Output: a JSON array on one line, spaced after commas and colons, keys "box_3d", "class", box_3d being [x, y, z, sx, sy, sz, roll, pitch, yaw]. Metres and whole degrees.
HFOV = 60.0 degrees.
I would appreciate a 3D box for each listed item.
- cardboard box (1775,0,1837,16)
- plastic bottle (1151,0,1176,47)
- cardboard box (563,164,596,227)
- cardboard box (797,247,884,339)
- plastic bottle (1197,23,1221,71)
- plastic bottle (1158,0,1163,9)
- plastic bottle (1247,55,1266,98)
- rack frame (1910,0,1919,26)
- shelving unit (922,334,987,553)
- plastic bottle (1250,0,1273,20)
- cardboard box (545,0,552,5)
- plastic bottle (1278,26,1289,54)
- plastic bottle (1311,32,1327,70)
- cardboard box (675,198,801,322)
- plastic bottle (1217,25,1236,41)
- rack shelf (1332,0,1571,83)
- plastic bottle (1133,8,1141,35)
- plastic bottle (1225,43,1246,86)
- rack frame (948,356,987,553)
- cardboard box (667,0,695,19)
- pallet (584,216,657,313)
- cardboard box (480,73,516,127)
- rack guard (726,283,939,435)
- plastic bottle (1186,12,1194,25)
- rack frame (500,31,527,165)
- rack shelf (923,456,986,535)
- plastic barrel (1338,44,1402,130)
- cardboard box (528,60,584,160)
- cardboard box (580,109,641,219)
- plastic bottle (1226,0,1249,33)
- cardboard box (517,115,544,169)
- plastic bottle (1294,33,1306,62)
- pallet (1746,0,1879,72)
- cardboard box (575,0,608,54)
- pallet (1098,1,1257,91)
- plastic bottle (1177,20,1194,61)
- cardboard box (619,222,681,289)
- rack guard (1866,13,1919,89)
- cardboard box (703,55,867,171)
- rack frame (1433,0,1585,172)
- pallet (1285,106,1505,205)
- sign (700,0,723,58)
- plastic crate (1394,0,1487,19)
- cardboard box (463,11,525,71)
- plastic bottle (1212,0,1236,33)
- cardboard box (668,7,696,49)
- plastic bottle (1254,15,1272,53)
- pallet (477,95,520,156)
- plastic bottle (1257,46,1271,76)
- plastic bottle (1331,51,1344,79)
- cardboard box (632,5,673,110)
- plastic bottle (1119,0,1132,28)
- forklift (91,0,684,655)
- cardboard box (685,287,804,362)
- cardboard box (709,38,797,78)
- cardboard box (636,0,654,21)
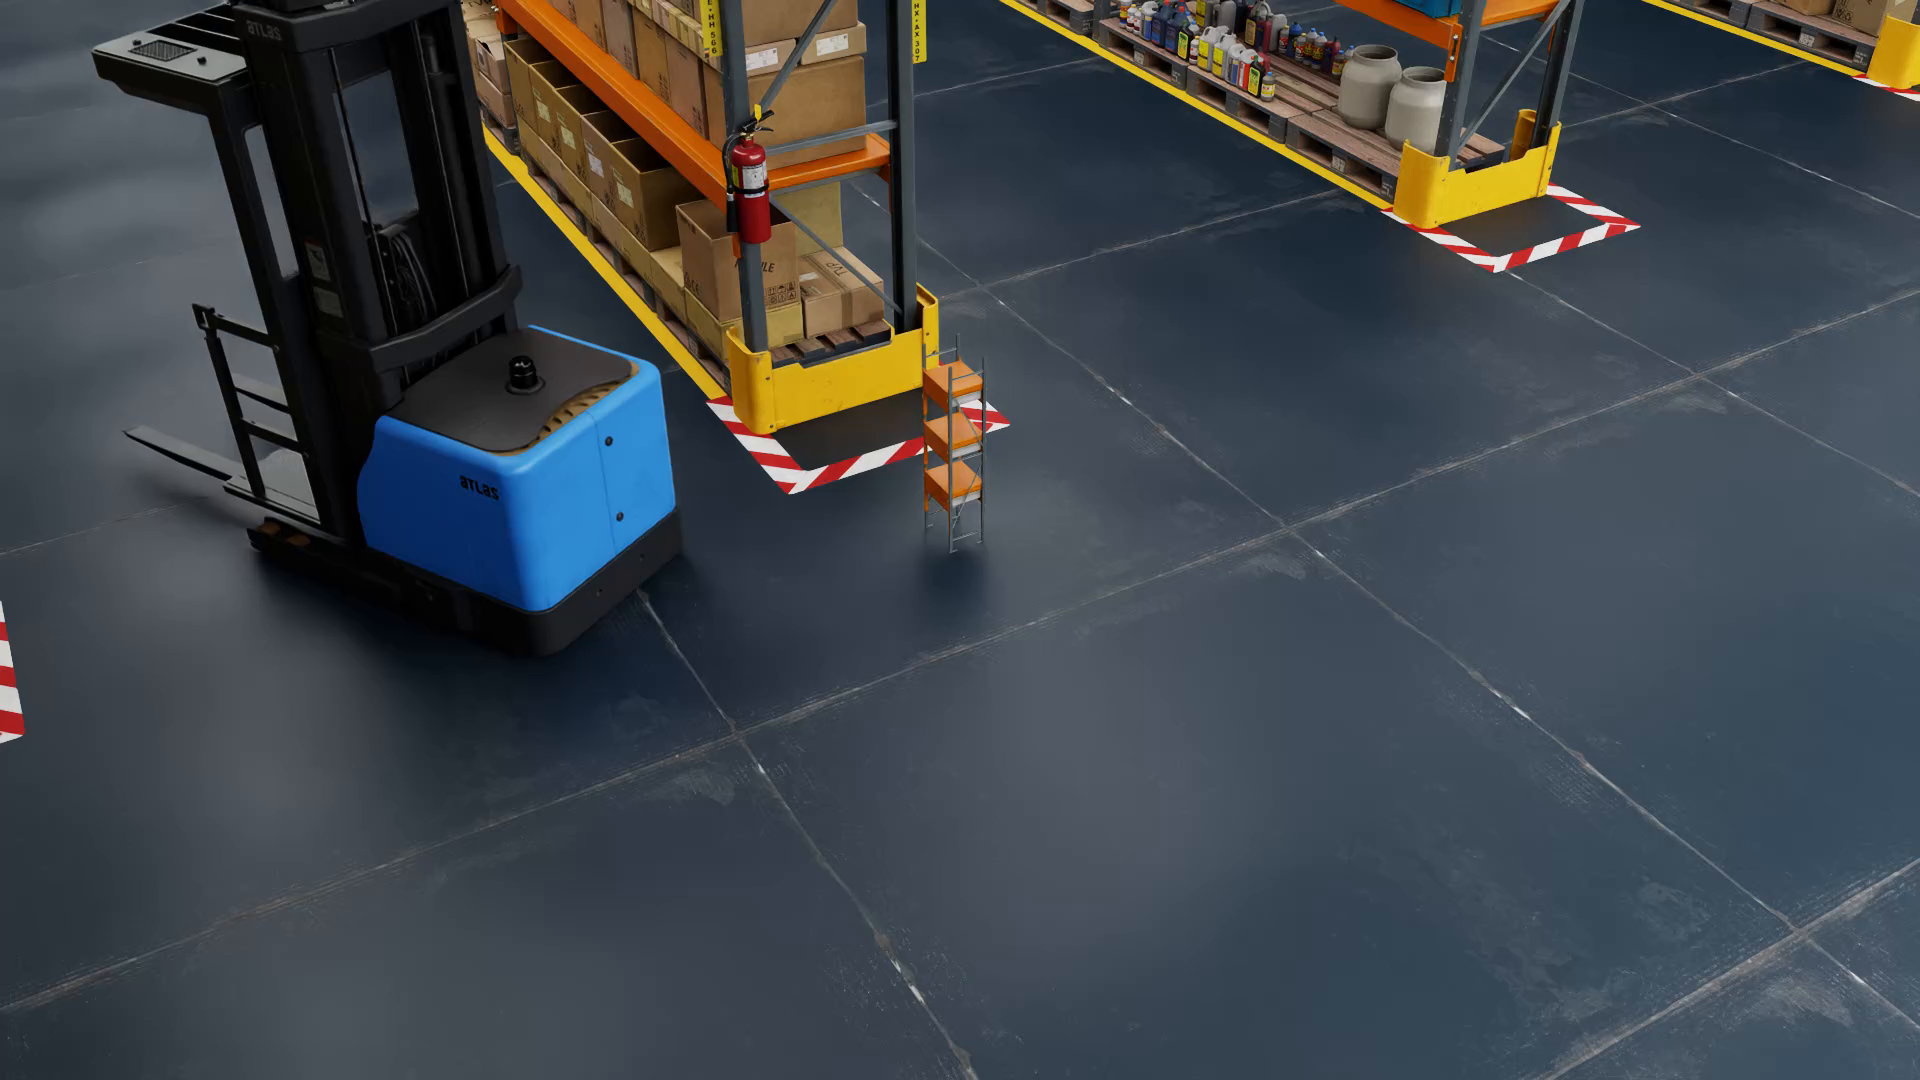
[{"box_3d": [7.238, -4.753, 13.978, 0.500, 0.500, 0.500, -9, 37, -12], "class": "cardboard box"}, {"box_3d": [1.621, -4.120, 13.221, 0.144, 0.351, 0.185, -18, 40, -23], "class": "plastic bottle"}, {"box_3d": [-2.246, -2.301, 10.832, 0.500, 0.250, 0.500, -19, 40, -24], "class": "cardboard box"}, {"box_3d": [-0.778, -1.440, 9.653, 0.500, 0.250, 0.500, -19, 40, -24], "class": "cardboard box"}, {"box_3d": [1.930, -3.807, 12.792, 0.144, 0.351, 0.185, -19, 40, -24], "class": "plastic bottle"}, {"box_3d": [1.634, -4.210, 13.402, 0.061, 0.283, 0.133, -19, 40, -24], "class": "plastic bottle"}, {"box_3d": [2.208, -3.449, 12.359, 0.061, 0.283, 0.133, -18, 40, -23], "class": "plastic bottle"}, {"box_3d": [7.867, -4.975, 12.518, 1.000, 3.000, 0.127, -19, 40, -24], "class": "rack frame"}, {"box_3d": [-0.027, -0.451, 7.978, 0.215, 1.050, 0.252, -19, 40, -24], "class": "shelving unit"}, {"box_3d": [2.406, -4.149, 13.261, 0.144, 0.351, 0.185, -19, 40, -24], "class": "plastic bottle"}, {"box_3d": [-2.482, -3.897, 10.958, 0.700, 0.500, 0.500, -20, 41, -25], "class": "cardboard box"}, {"box_3d": [2.567, -3.953, 13.118, 0.097, 0.201, 0.097, 0, 36, 0], "class": "plastic bottle"}, {"box_3d": [2.771, -3.775, 12.815, 0.097, 0.271, 0.097, 0, 36, 0], "class": "plastic bottle"}, {"box_3d": [-1.227, -1.589, 9.221, 0.500, 0.500, 0.500, -19, 40, -24], "class": "cardboard box"}, {"box_3d": [2.045, -3.834, 12.892, 0.152, 0.276, 0.135, -19, 40, -24], "class": "plastic bottle"}, {"box_3d": [2.579, -4.237, 12.117, 1.077, 0.370, 4.000, -19, 40, -24], "class": "rack shelf"}, {"box_3d": [1.458, -4.198, 13.455, 0.097, 0.201, 0.097, 0, 36, 0], "class": "plastic bottle"}, {"box_3d": [2.110, -3.599, 12.571, 0.152, 0.276, 0.135, -20, 41, -25], "class": "plastic bottle"}, {"box_3d": [0.034, -0.389, 7.893, 0.200, 1.050, 0.008, -19, 40, -24], "class": "rack frame"}, {"box_3d": [-1.219, -3.141, 8.823, 0.700, 0.500, 0.500, -20, 41, -25], "class": "cardboard box"}, {"box_3d": [-1.730, -1.914, 10.692, 1.003, 0.211, 1.213, -19, 40, -24], "class": "pallet"}, {"box_3d": [-3.169, -3.266, 12.154, 0.500, 0.250, 0.500, -19, 40, -24], "class": "cardboard box"}, {"box_3d": [-0.688, -1.020, 9.222, 1.175, 0.500, 0.348, -19, 40, -24], "class": "rack guard"}, {"box_3d": [1.799, -4.050, 13.192, 0.097, 0.271, 0.097, 0, 36, 0], "class": "plastic bottle"}, {"box_3d": [-2.710, -4.081, 11.295, 1.000, 3.000, 0.127, -19, 40, -24], "class": "rack frame"}, {"box_3d": [-0.027, -0.218, 8.148, 0.215, 0.259, 0.240, -19, 40, -24], "class": "rack shelf"}, {"box_3d": [2.936, -3.241, 11.897, 0.421, 0.512, 0.421, 0, 36, 0], "class": "plastic barrel"}, {"box_3d": [-2.490, -2.861, 10.964, 0.500, 0.500, 0.500, -19, 40, -24], "class": "cardboard box"}, {"box_3d": [-1.992, -2.350, 10.263, 0.500, 0.500, 0.500, -19, 40, -24], "class": "cardboard box"}, {"box_3d": [2.244, -4.314, 13.486, 0.144, 0.351, 0.185, -21, 41, -26], "class": "plastic bottle"}, {"box_3d": [-2.739, -2.814, 11.535, 0.500, 0.250, 0.500, -19, 40, -24], "class": "cardboard box"}, {"box_3d": [2.671, -3.848, 12.975, 0.097, 0.201, 0.097, 0, 36, 0], "class": "plastic bottle"}, {"box_3d": [7.451, -4.312, 13.975, 1.003, 0.211, 1.213, -19, 40, -24], "class": "pallet"}, {"box_3d": [-1.962, -3.373, 10.240, 0.700, 0.500, 0.500, -18, 40, -23], "class": "cardboard box"}, {"box_3d": [1.876, -4.066, 13.638, 1.003, 0.211, 1.213, -19, 40, -24], "class": "pallet"}, {"box_3d": [1.763, -3.900, 12.977, 0.061, 0.283, 0.133, -17, 39, -22], "class": "plastic bottle"}, {"box_3d": [-1.740, -1.792, 10.136, 0.500, 0.250, 0.500, -19, 40, -24], "class": "cardboard box"}, {"box_3d": [7.829, -4.004, 13.308, 1.175, 0.500, 0.348, -19, 40, -24], "class": "rack guard"}, {"box_3d": [-0.924, -2.323, 8.803, 0.700, 0.500, 0.500, -19, 40, -24], "class": "cardboard box"}, {"box_3d": [3.584, -3.507, 10.509, 1.000, 3.000, 0.127, -19, 40, -24], "class": "rack frame"}, {"box_3d": [3.102, -2.822, 11.934, 1.003, 0.211, 1.213, -19, 40, -24], "class": "pallet"}, {"box_3d": [-1.177, -2.451, 7.880, 0.100, 0.325, 0.005, -19, 40, -24], "class": "sign"}, {"box_3d": [3.074, -3.614, 10.781, 0.499, 0.251, 0.616, -19, 40, -24], "class": "plastic crate"}, {"box_3d": [-3.428, -3.752, 12.343, 0.500, 0.311, 0.500, -18, 40, -23], "class": "cardboard box"}, {"box_3d": [2.128, -4.227, 13.431, 0.152, 0.276, 0.135, -19, 40, -24], "class": "plastic bottle"}, {"box_3d": [-1.318, -2.745, 8.831, 0.380, 0.149, 0.250, -20, 40, -25], "class": "cardboard box"}, {"box_3d": [2.393, -4.006, 13.122, 0.061, 0.283, 0.133, -19, 40, -24], "class": "plastic bottle"}, {"box_3d": [-3.114, -3.319, 12.616, 1.003, 0.211, 1.213, -19, 40, -24], "class": "pallet"}, {"box_3d": [2.271, -3.563, 12.515, 0.061, 0.283, 0.133, -19, 40, -24], "class": "plastic bottle"}, {"box_3d": [2.891, -3.624, 12.669, 0.097, 0.201, 0.097, 0, 36, 0], "class": "plastic bottle"}, {"box_3d": [-1.436, -2.845, 9.517, 0.700, 0.500, 0.500, -19, 40, -24], "class": "cardboard box"}, {"box_3d": [1.356, -4.330, 13.576, 0.097, 0.271, 0.097, 0, 36, 0], "class": "plastic bottle"}, {"box_3d": [-2.879, -1.300, 7.544, 3.031, 2.935, 1.130, 19, 40, 24], "class": "forklift"}, {"box_3d": [-1.225, -1.286, 9.443, 0.500, 0.250, 0.500, -19, 40, -24], "class": "cardboard box"}, {"box_3d": [-1.057, -2.482, 8.470, 0.380, 0.149, 0.250, -20, 40, -25], "class": "cardboard box"}, {"box_3d": [-1.575, -3.008, 9.191, 0.380, 0.149, 0.250, -18, 40, -23], "class": "cardboard box"}]
